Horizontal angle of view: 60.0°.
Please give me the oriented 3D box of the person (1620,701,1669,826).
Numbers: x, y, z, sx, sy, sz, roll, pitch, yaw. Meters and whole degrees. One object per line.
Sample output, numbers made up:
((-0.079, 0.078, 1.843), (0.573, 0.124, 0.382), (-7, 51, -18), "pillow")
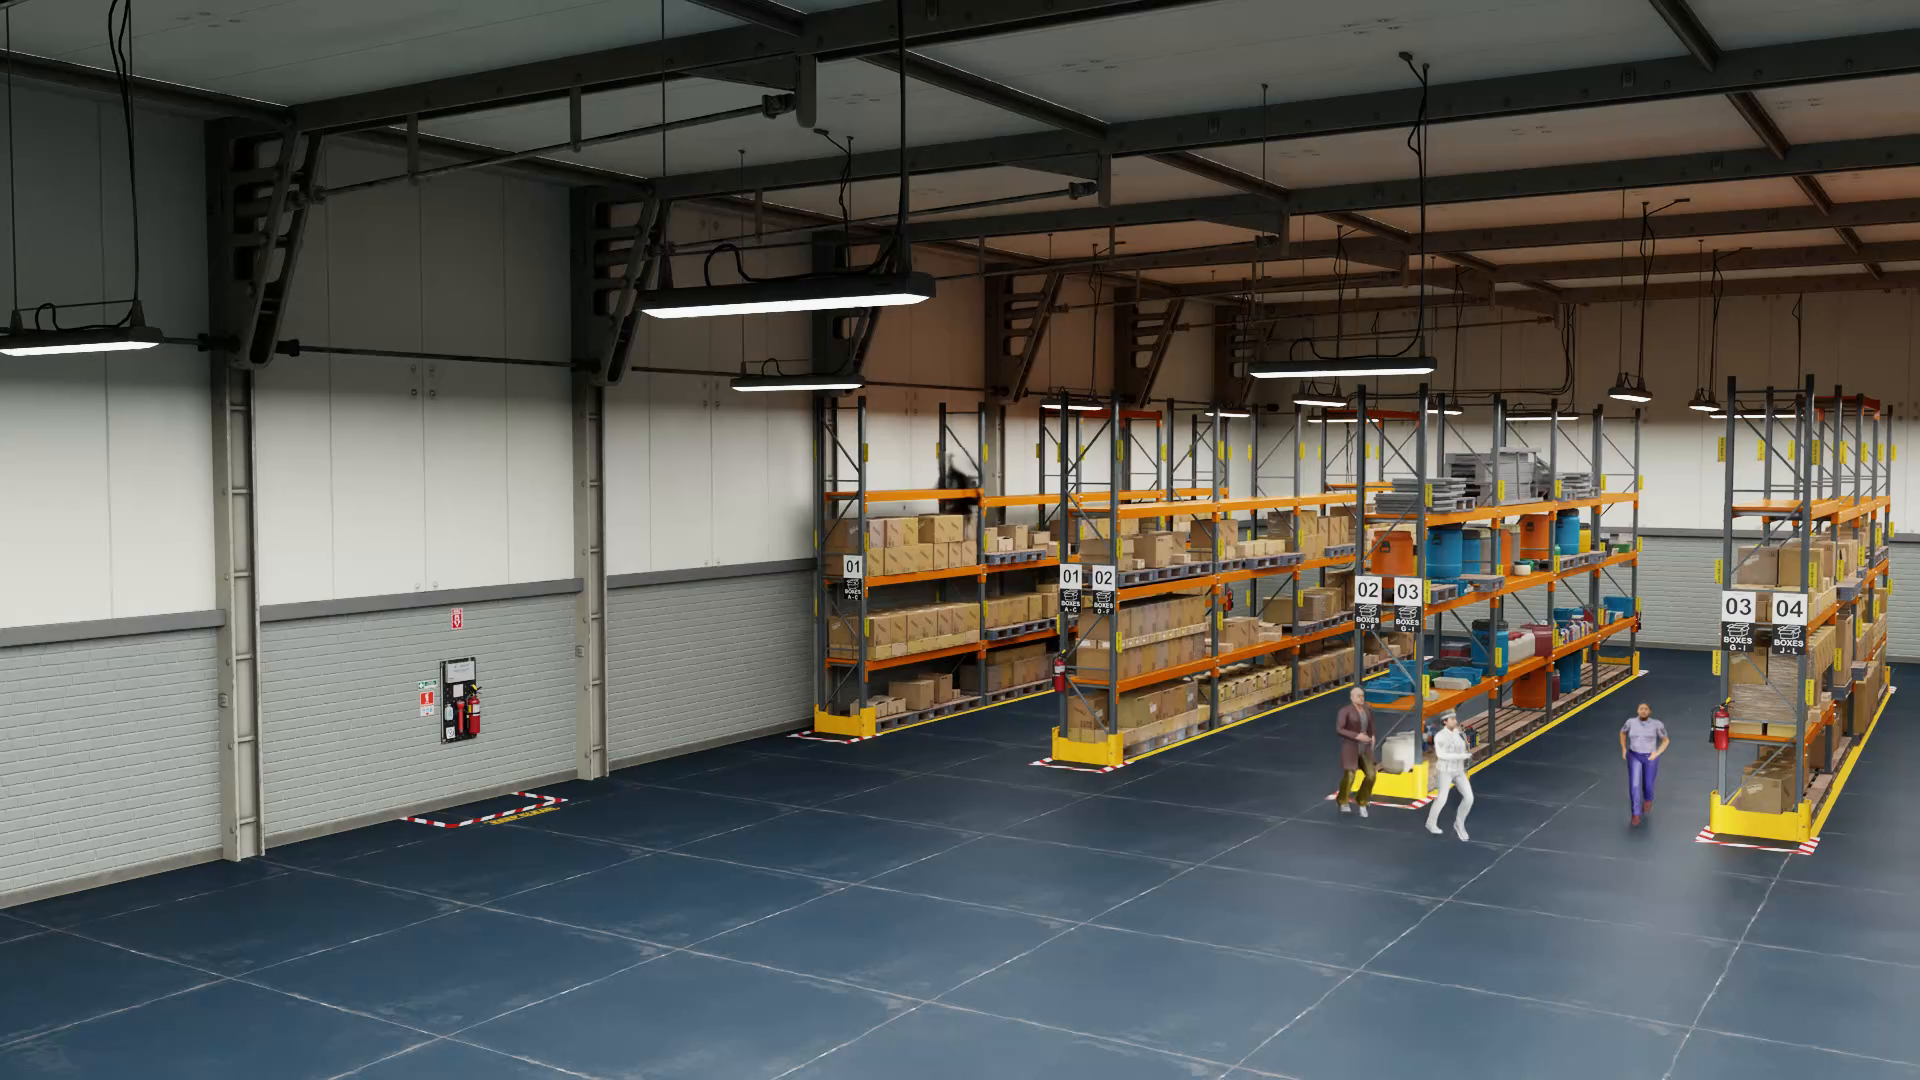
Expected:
((9.296, 3.009, 22.617), (0.629, 1.653, 0.845), (1, 3, 25), "person")

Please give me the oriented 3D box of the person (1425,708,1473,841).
((6.361, 3.032, 21.522), (0.595, 1.743, 0.714), (-2, 3, -29), "person")

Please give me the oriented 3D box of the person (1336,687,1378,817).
((5.475, 2.940, 22.861), (0.732, 1.837, 0.791), (-1, 3, -20), "person")
